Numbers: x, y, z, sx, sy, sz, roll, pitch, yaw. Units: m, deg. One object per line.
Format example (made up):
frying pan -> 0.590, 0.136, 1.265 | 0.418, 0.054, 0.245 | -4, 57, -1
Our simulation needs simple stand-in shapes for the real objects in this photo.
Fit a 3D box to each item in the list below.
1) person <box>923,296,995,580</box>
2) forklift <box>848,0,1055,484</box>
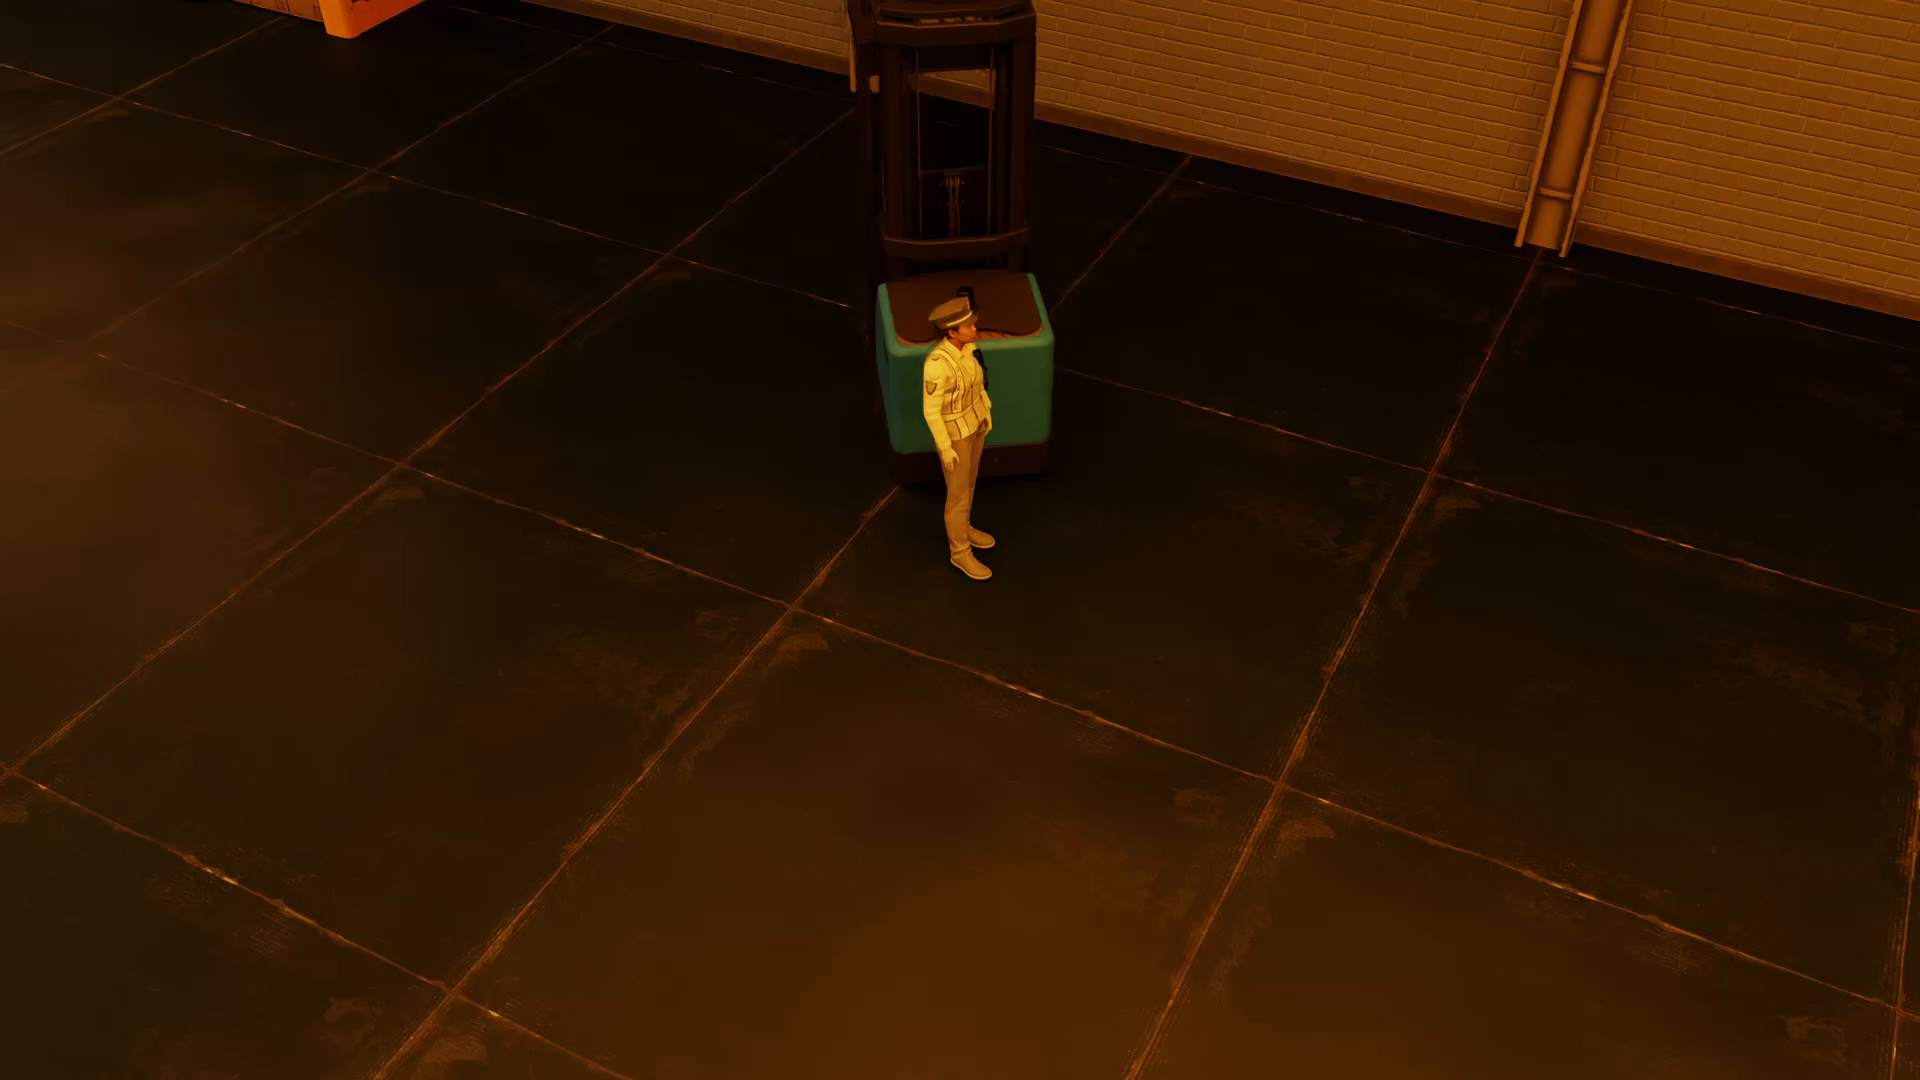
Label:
person -> 0.058, -0.629, 9.682 | 0.530, 1.694, 0.586 | 18, 43, 21
forklift -> -0.115, -2.424, 10.865 | 1.130, 2.935, 3.031 | -5, 40, -6
